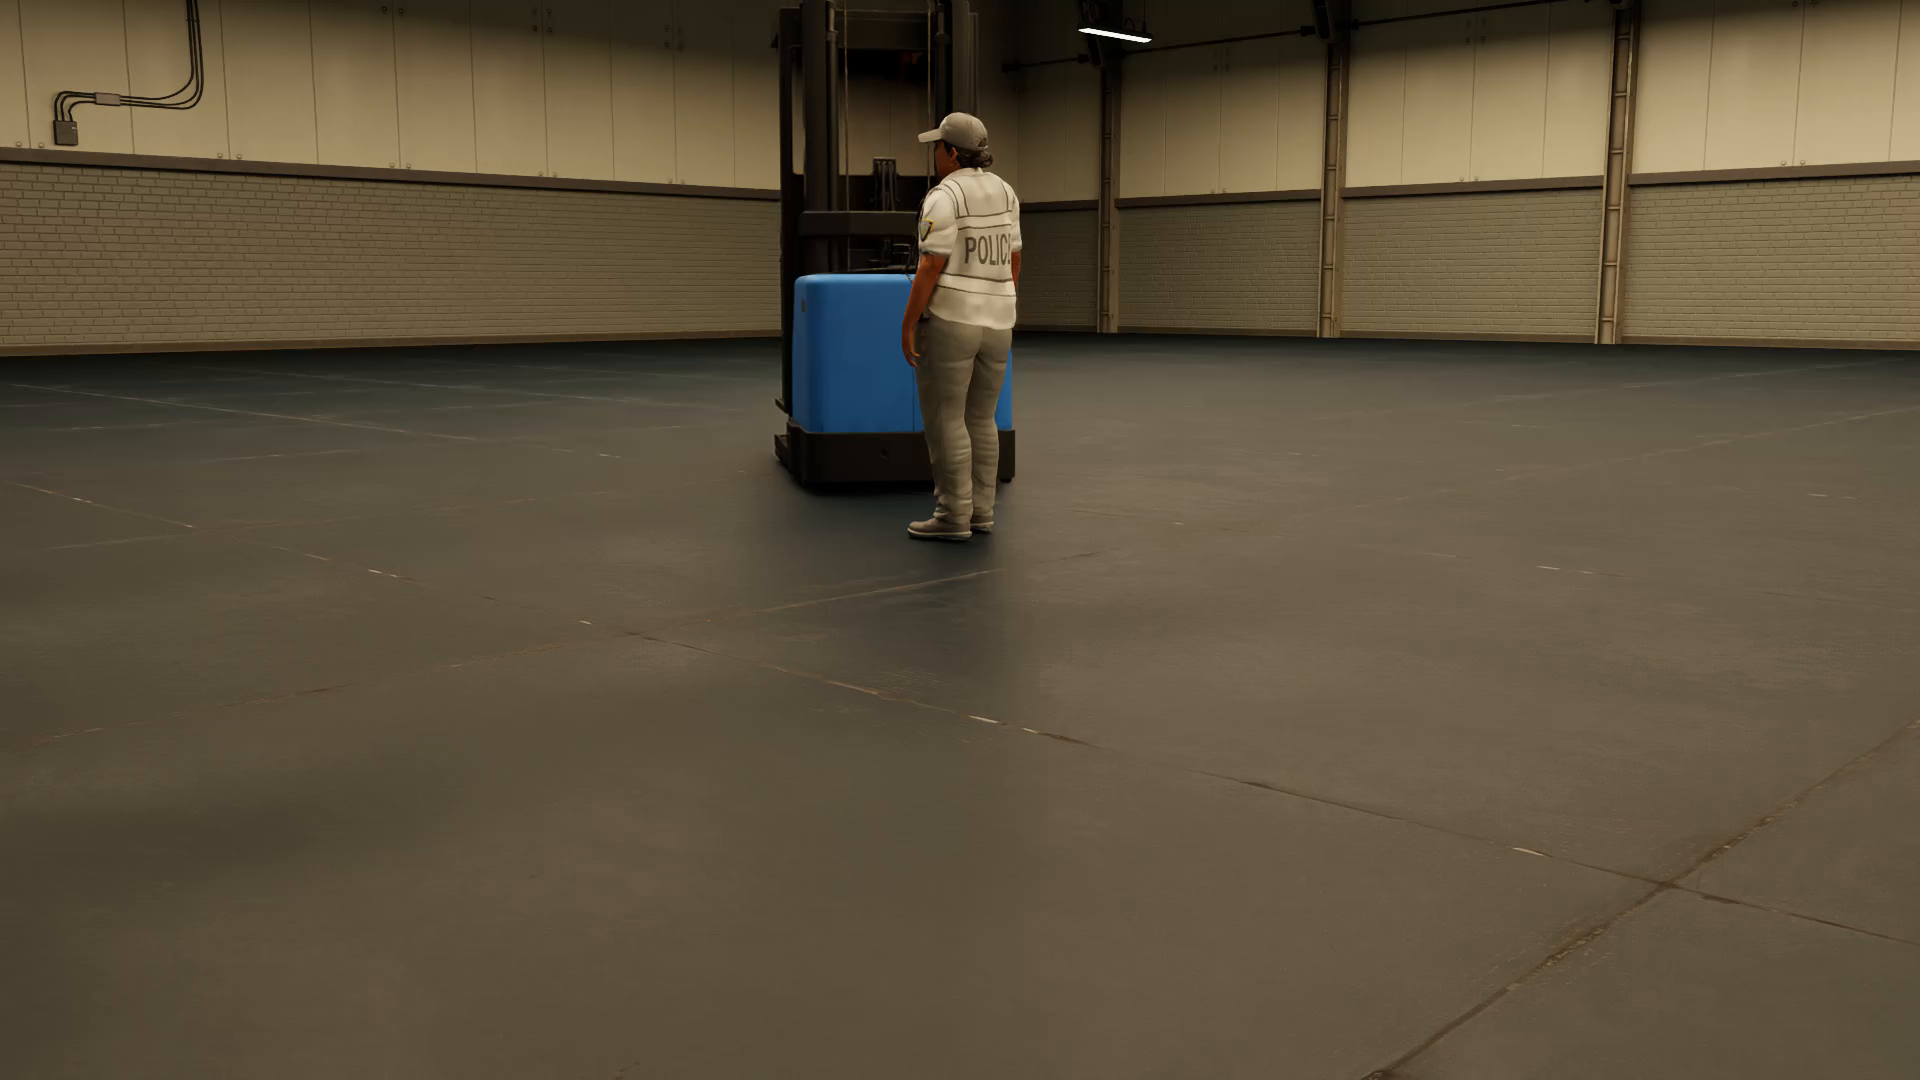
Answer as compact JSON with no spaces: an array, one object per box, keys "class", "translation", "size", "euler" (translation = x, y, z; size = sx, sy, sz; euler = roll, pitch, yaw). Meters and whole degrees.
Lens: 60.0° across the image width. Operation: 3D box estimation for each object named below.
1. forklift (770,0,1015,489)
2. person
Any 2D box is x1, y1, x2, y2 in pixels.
[{"class":"forklift","translation":[-0.488,-1.891,9.430],"size":[1.130,2.935,3.031],"euler":[-2,9,-10]},{"class":"person","translation":[-0.039,-0.842,6.661],"size":[0.529,1.670,0.598],"euler":[8,12,43]}]
